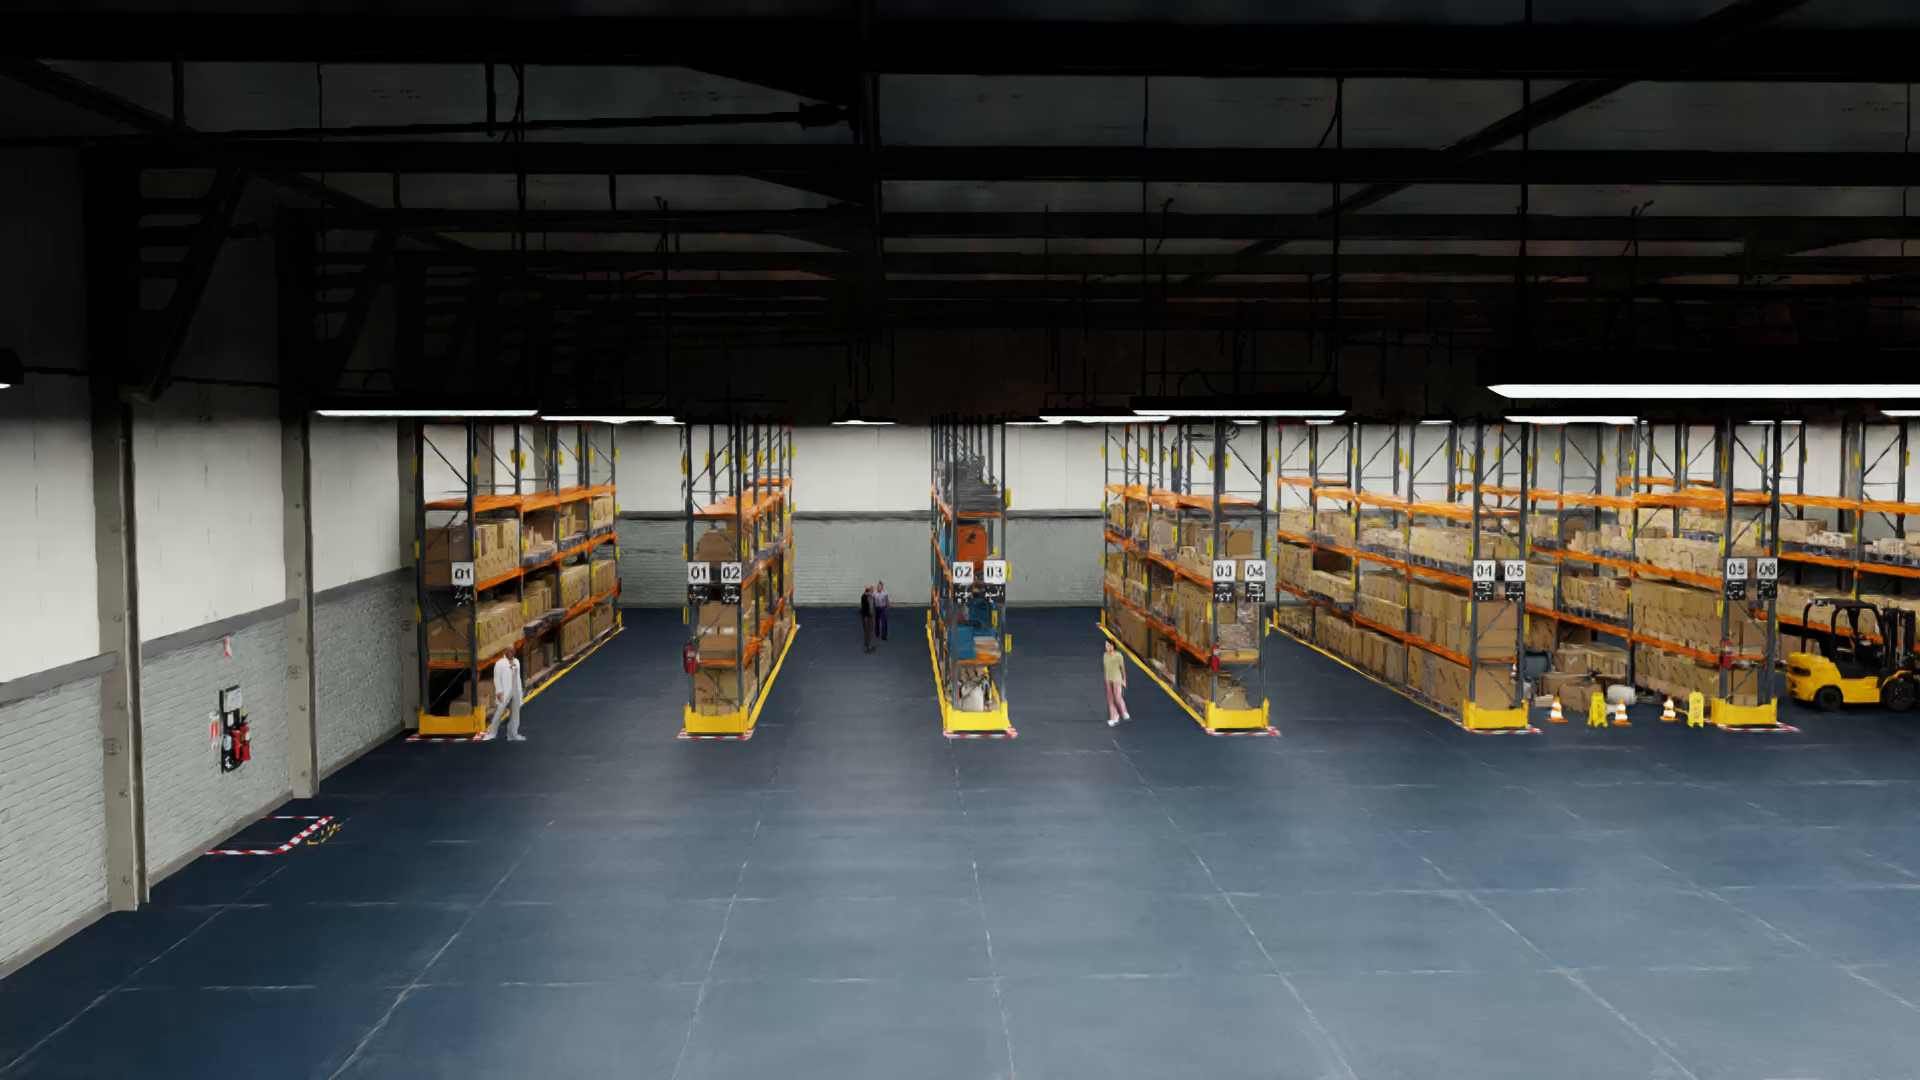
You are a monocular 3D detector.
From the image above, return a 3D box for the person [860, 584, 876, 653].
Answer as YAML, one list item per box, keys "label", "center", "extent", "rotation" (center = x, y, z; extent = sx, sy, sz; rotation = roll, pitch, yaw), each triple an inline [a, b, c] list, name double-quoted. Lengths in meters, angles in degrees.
- label: "person"
  center: [-2.282, 1.974, 42.198]
  extent: [0.462, 1.731, 0.598]
  rotation: [-2, 4, -29]

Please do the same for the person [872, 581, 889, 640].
- label: "person"
  center: [-2.165, 1.887, 44.777]
  extent: [0.479, 1.553, 1.090]
  rotation: [0, 4, 0]

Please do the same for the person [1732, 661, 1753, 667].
- label: "person"
  center: [16.657, 2.402, 35.441]
  extent: [0.456, 1.786, 0.620]
  rotation: [-3, 5, -34]

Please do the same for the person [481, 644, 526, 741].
- label: "person"
  center: [-8.316, 2.782, 30.240]
  extent: [0.512, 1.773, 0.769]
  rotation: [4, 5, 43]

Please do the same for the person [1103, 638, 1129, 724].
- label: "person"
  center: [3.010, 2.710, 32.105]
  extent: [0.513, 1.664, 0.506]
  rotation: [3, 5, 35]
